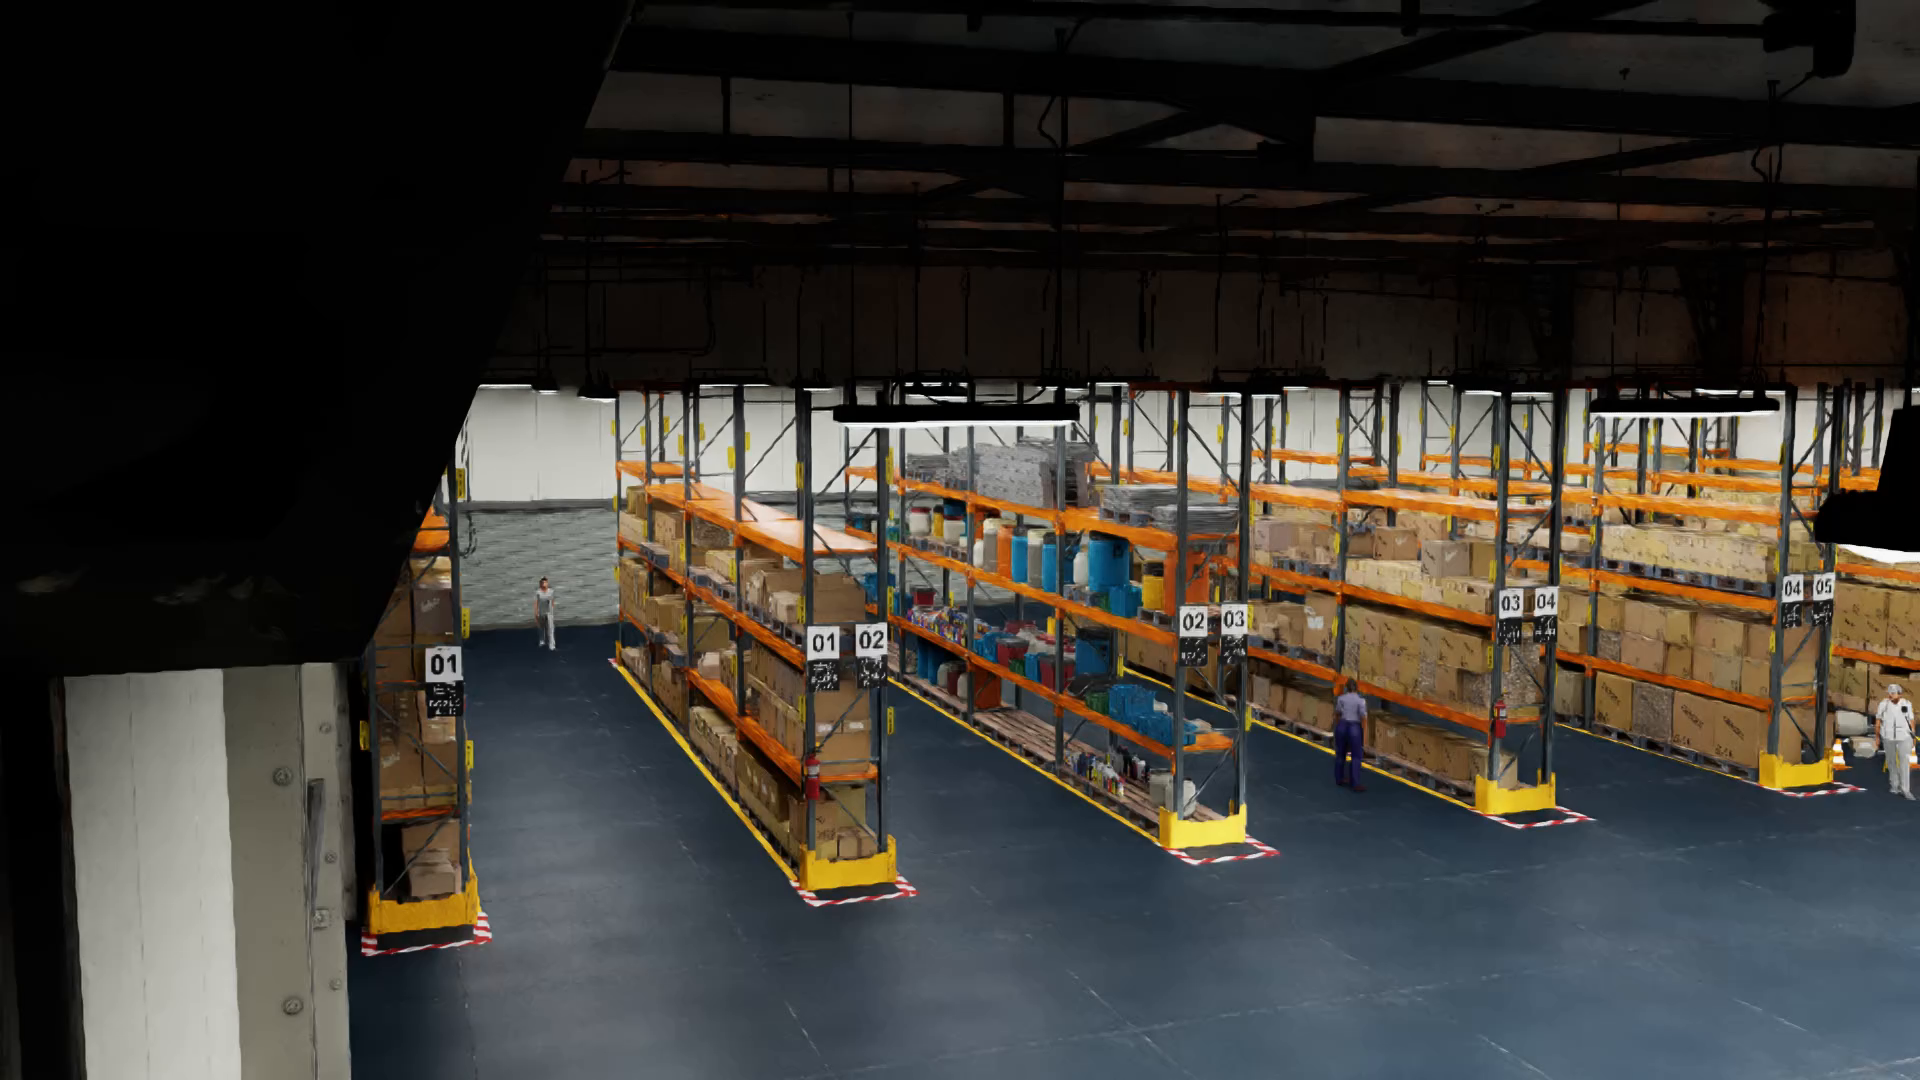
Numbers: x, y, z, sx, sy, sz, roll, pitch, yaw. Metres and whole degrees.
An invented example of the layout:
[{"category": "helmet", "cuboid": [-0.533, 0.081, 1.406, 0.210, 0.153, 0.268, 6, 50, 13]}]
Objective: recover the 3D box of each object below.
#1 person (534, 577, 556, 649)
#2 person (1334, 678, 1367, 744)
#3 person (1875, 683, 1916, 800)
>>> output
[{"category": "person", "cuboid": [-9.253, 1.612, 37.037, 0.443, 1.587, 1.110, -2, 6, -17]}, {"category": "person", "cuboid": [5.841, 2.540, 24.801, 0.535, 0.976, 0.305, 5, 8, 39]}, {"category": "person", "cuboid": [13.802, 2.938, 24.474, 0.595, 1.681, 0.508, 5, 8, 38]}]
